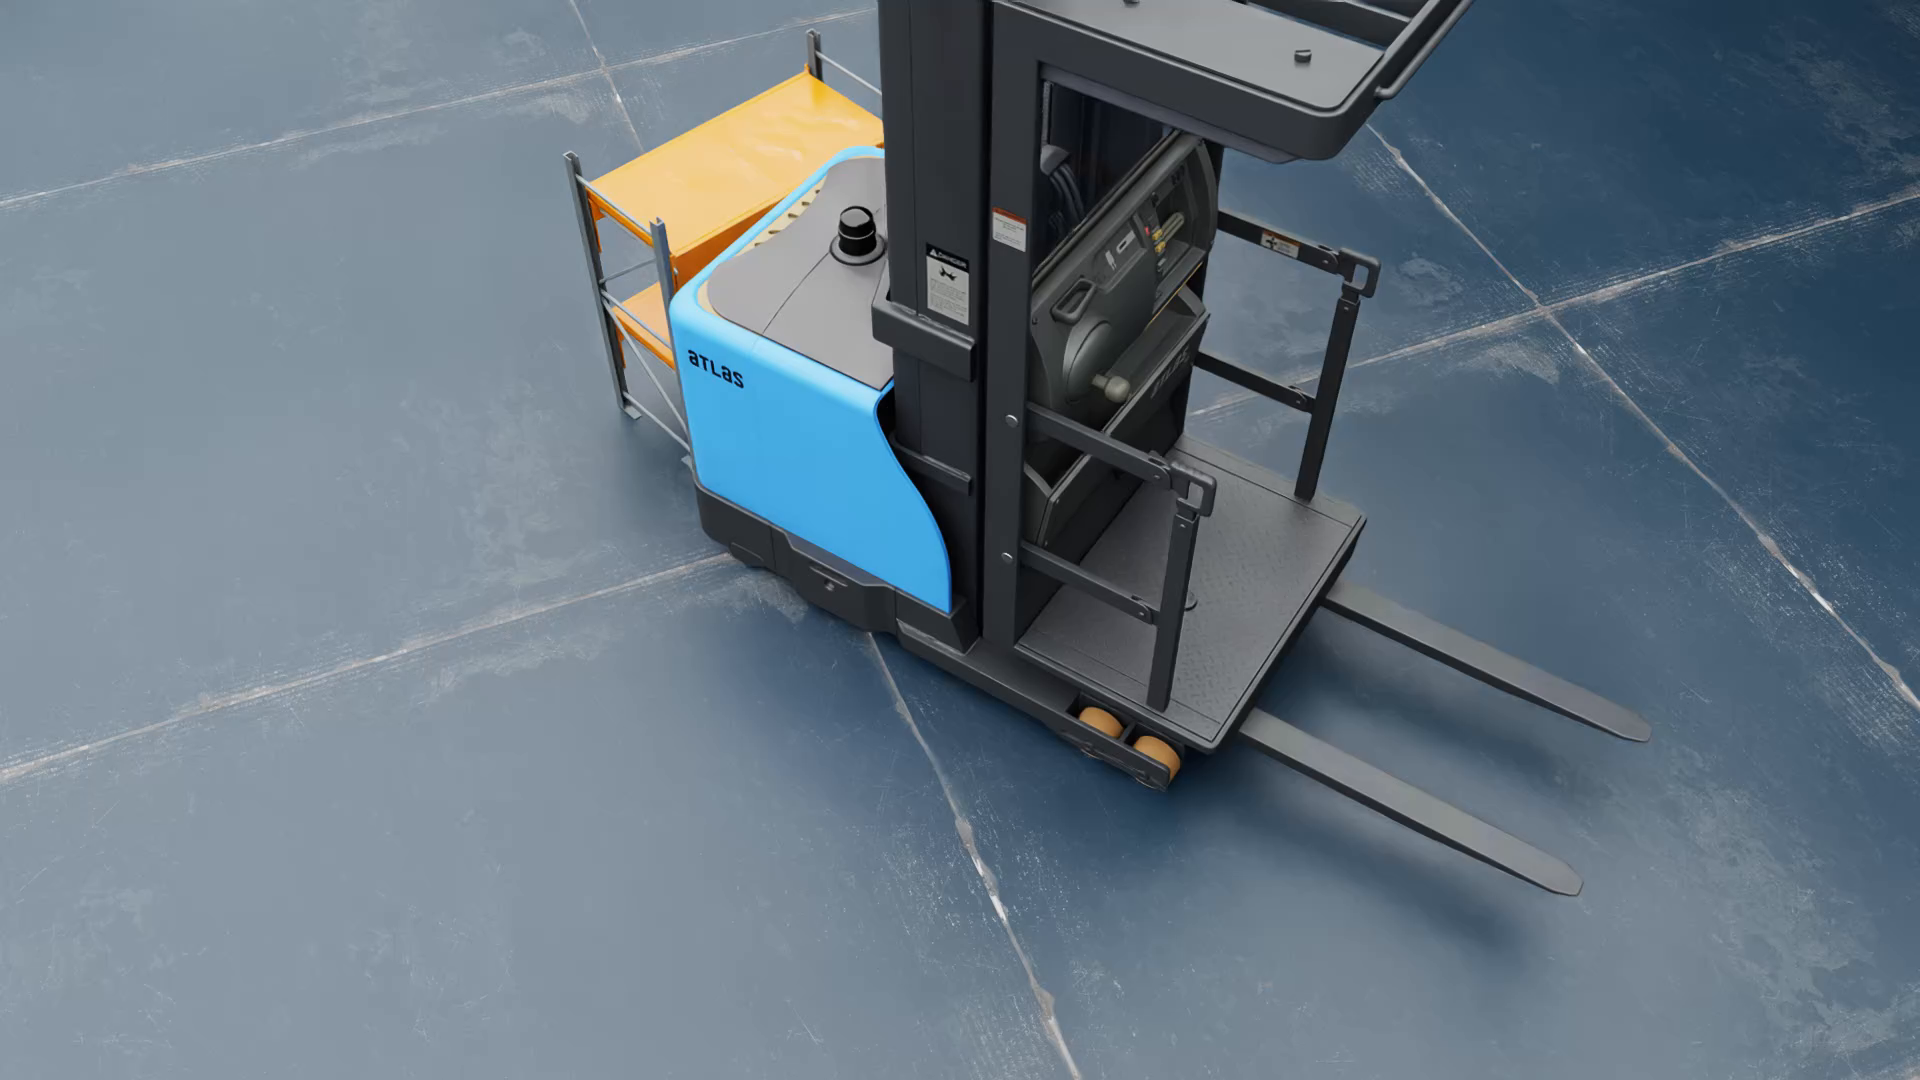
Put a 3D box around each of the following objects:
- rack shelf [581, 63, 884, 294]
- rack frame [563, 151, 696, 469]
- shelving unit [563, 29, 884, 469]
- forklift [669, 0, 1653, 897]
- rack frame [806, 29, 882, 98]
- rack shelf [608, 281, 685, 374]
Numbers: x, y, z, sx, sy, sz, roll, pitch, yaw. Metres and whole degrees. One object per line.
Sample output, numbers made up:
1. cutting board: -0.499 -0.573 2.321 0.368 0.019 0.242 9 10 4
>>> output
1. rack shelf: -0.722 -1.198 5.651 1.000 0.278 0.538 -36 58 -27
2. rack frame: -1.089 -0.740 5.644 0.032 1.125 0.500 -36 58 -27
3. shelving unit: -0.722 -1.007 5.873 1.048 1.125 0.538 -36 58 -27
4. forklift: 0.624 -0.661 4.385 3.031 2.935 1.130 26 54 21
5. rack frame: -0.355 -1.273 6.102 0.032 1.125 0.500 -36 58 -27
6. rack shelf: -0.722 -0.848 6.059 1.000 0.278 0.538 -36 58 -27
